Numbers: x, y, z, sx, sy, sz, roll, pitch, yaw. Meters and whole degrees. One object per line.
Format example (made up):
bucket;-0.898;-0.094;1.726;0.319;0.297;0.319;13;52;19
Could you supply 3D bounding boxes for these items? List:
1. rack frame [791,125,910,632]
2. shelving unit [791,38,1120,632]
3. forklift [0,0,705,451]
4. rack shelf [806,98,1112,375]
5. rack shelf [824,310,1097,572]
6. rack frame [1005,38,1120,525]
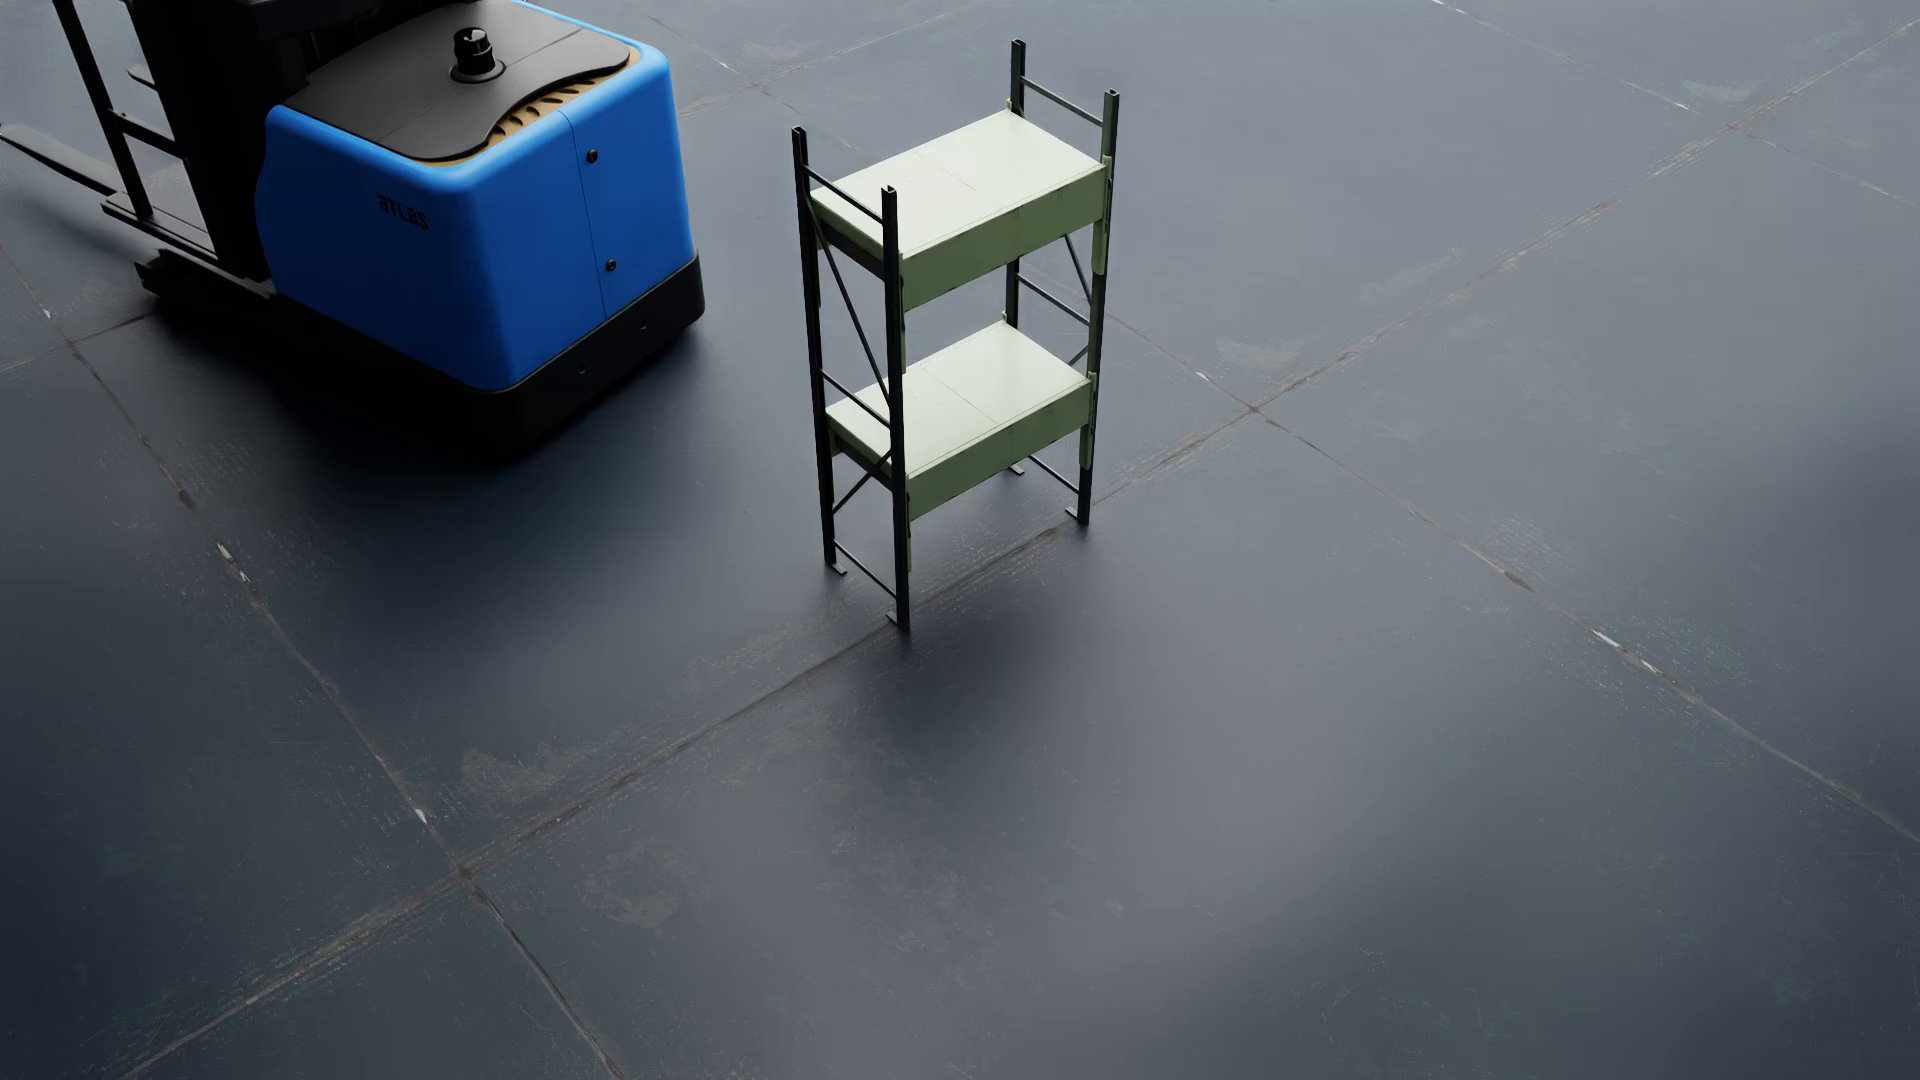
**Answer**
rack frame;-0.286;-0.383;4.562;0.023;1.500;0.400;-30;51;-28
shelving unit;-0.005;-0.544;4.733;0.755;1.500;0.431;-30;51;-28
forklift;-2.431;-2.158;5.406;3.031;2.935;1.130;25;49;24
rack shelf;-0.005;-0.828;4.466;0.720;0.370;0.431;-30;51;-28
rack shelf;-0.005;-0.306;4.957;0.720;0.370;0.431;-30;51;-28
rack frame;0.276;-0.705;4.905;0.023;1.500;0.400;-30;51;-28
